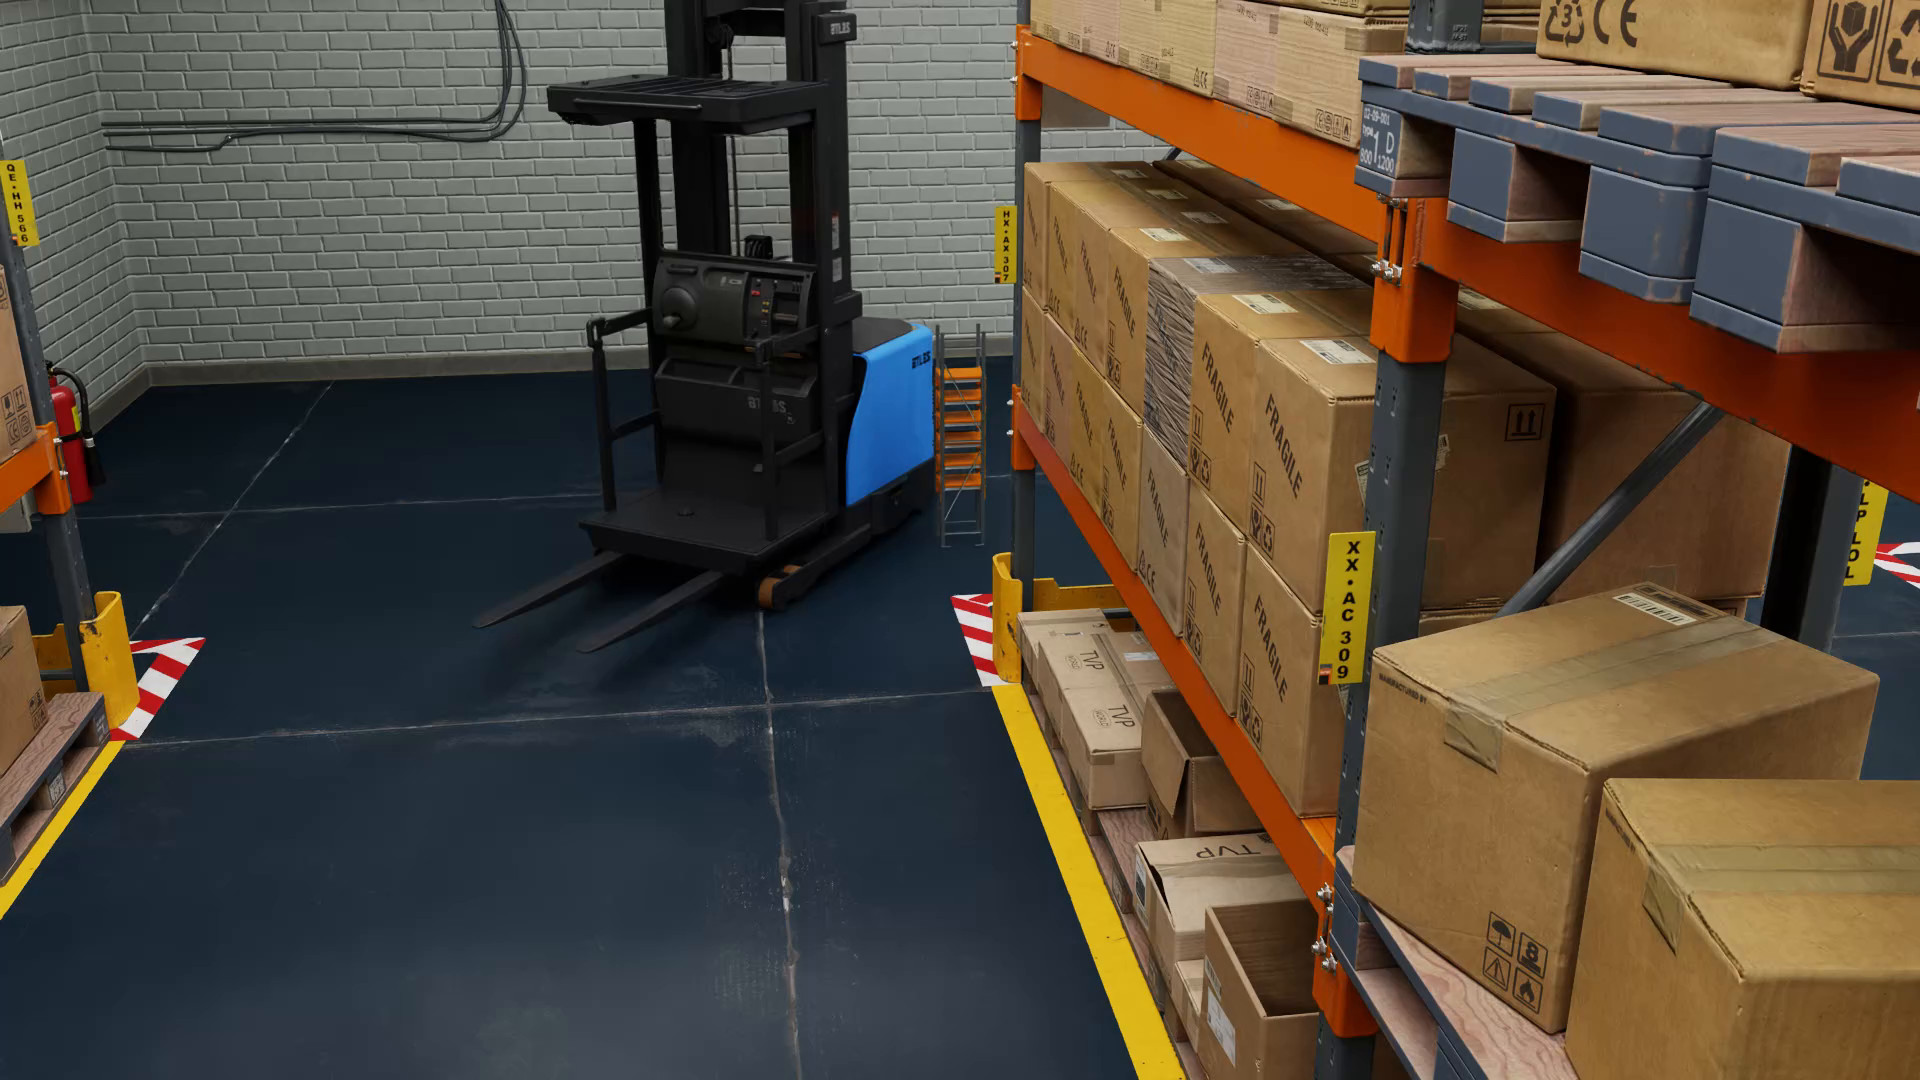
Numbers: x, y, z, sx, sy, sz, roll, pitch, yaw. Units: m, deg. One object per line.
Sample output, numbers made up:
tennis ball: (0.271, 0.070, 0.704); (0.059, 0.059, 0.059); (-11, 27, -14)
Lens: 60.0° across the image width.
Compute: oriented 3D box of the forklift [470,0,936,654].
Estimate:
forklift: (-1.249, -1.198, 8.234); (1.130, 2.935, 3.031); (10, 23, 25)

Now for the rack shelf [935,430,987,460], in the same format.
rack shelf: (0.002, -0.515, 9.008); (0.258, 0.103, 0.180); (-3, 21, -8)

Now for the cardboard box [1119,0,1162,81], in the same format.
cardboard box: (0.768, -1.496, 4.861); (0.500, 0.250, 0.500); (-3, 21, -8)

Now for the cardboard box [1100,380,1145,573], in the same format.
cardboard box: (0.757, -0.226, 5.390); (0.500, 0.500, 0.500); (-3, 21, -7)

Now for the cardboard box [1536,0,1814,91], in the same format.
cardboard box: (1.310, -1.004, 2.443); (0.600, 0.600, 0.600); (-5, 21, -13)

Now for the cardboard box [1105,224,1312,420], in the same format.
cardboard box: (0.761, -0.689, 5.203); (0.500, 0.500, 0.500); (-3, 21, -8)

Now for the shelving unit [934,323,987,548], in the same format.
shelving unit: (0.002, -0.557, 8.993); (0.258, 1.200, 0.189); (-3, 21, -8)

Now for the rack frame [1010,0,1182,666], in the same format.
rack frame: (0.734, -0.871, 7.261); (1.000, 3.000, 0.127); (-3, 21, -8)

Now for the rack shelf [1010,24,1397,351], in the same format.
rack shelf: (1.022, -1.247, 5.008); (1.077, 0.370, 4.000); (-3, 21, -8)

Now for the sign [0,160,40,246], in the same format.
sign: (-3.628, -1.296, 6.405); (0.100, 0.325, 0.005); (-3, 21, -8)

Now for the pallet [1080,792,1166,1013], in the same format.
pallet: (1.034, 1.159, 5.811); (1.003, 0.211, 1.213); (-3, 21, -8)

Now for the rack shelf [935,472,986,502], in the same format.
rack shelf: (0.002, -0.291, 9.092); (0.258, 0.103, 0.180); (-3, 21, -8)

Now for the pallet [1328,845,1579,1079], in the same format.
pallet: (1.318, 0.886, 2.831); (1.003, 0.211, 1.213); (-3, 21, -8)

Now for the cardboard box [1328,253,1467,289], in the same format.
cardboard box: (1.373, -0.535, 4.790); (0.500, 0.500, 0.500); (-4, 21, -9)

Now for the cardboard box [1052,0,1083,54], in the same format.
cardboard box: (0.616, -1.842, 5.787); (0.500, 0.250, 0.500); (-3, 21, -8)

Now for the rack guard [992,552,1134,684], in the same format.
rack guard: (0.745, 0.326, 7.628); (1.175, 0.500, 0.348); (-3, 21, -8)

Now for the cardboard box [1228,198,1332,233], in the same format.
cardboard box: (1.223, -0.892, 5.745); (0.500, 0.500, 0.500); (-2, 21, -6)

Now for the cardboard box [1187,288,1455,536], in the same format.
cardboard box: (0.905, -0.341, 4.269); (0.500, 0.500, 0.500); (-3, 21, -9)

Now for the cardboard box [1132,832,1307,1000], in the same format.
cardboard box: (0.840, 1.125, 5.132); (0.500, 0.311, 0.500); (-3, 21, -8)

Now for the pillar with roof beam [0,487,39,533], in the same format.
pillar with roof beam: (-1.152, -4.539, 8.507); (9.100, 9.000, 0.400); (-3, 21, -8)

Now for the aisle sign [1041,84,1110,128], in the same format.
aisle sign: (0.434, -2.098, 6.830); (0.394, 0.787, 0.004); (-3, 21, -8)

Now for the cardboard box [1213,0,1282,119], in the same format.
cardboard box: (0.916, -1.150, 3.934); (0.500, 0.250, 0.500); (-3, 21, -8)

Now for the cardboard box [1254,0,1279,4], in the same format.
cardboard box: (0.903, -1.383, 3.845); (0.500, 0.250, 0.500); (-3, 21, -8)

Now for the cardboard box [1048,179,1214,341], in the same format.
cardboard box: (0.620, -1.039, 6.138); (0.500, 0.500, 0.500); (-3, 21, -7)

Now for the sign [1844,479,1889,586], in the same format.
sign: (1.859, -0.058, 3.429); (0.100, 0.325, 0.005); (-3, 21, -8)

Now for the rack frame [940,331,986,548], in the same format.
rack frame: (0.015, -0.525, 8.908); (0.240, 1.200, 0.006); (-3, 21, -8)

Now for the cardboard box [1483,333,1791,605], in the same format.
cardboard box: (1.521, -0.179, 3.836); (0.500, 0.500, 0.500); (-2, 21, -6)

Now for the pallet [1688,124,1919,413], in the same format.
pallet: (1.488, -0.215, 1.486); (1.213, 0.211, 1.003); (-3, 21, -8)

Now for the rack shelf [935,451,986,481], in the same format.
rack shelf: (0.002, -0.403, 9.050); (0.258, 0.103, 0.180); (-3, 21, -8)

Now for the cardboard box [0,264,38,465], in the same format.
cardboard box: (-4.084, -0.584, 6.065); (0.980, 0.700, 0.700); (-2, 21, -5)

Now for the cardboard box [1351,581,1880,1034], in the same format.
cardboard box: (1.158, 0.446, 2.993); (0.700, 0.500, 0.500); (-10, 23, -26)

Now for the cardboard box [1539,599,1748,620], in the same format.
cardboard box: (1.507, 0.277, 4.045); (0.500, 0.500, 0.500); (-2, 21, -6)

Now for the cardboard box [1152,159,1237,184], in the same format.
cardboard box: (1.070, -1.246, 6.693); (0.500, 0.500, 0.500); (-3, 21, -8)

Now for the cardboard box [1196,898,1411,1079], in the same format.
cardboard box: (0.948, 1.296, 4.404); (0.500, 0.500, 0.500); (-3, 21, -8)

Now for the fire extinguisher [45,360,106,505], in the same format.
fire extinguisher: (-3.732, -0.485, 6.870); (0.296, 0.674, 0.183); (-3, 21, -8)

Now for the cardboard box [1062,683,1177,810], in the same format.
cardboard box: (0.676, 0.760, 6.196); (0.500, 0.250, 0.500); (-3, 21, -8)

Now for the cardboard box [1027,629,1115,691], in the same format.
cardboard box: (0.490, 0.499, 7.014); (0.380, 0.166, 0.250); (-3, 21, -8)

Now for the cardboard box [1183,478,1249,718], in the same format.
cardboard box: (0.909, 0.128, 4.442); (0.500, 0.500, 0.500); (-2, 21, -6)

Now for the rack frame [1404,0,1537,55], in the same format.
rack frame: (1.311, -2.297, 2.504); (1.000, 3.000, 0.127); (-3, 21, -8)

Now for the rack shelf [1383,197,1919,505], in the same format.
rack shelf: (1.599, 0.138, 1.300); (1.077, 0.370, 4.000); (-3, 21, -8)

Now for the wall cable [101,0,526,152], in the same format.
wall cable: (-4.629, -3.952, 11.374); (3.097, 2.526, 0.112); (-3, 21, -8)

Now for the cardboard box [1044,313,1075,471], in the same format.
cardboard box: (0.617, -0.573, 6.319); (0.500, 0.500, 0.500); (-3, 21, -8)

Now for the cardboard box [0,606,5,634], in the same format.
cardboard box: (-3.769, 0.323, 6.109); (0.380, 0.149, 0.250); (-3, 21, -8)
